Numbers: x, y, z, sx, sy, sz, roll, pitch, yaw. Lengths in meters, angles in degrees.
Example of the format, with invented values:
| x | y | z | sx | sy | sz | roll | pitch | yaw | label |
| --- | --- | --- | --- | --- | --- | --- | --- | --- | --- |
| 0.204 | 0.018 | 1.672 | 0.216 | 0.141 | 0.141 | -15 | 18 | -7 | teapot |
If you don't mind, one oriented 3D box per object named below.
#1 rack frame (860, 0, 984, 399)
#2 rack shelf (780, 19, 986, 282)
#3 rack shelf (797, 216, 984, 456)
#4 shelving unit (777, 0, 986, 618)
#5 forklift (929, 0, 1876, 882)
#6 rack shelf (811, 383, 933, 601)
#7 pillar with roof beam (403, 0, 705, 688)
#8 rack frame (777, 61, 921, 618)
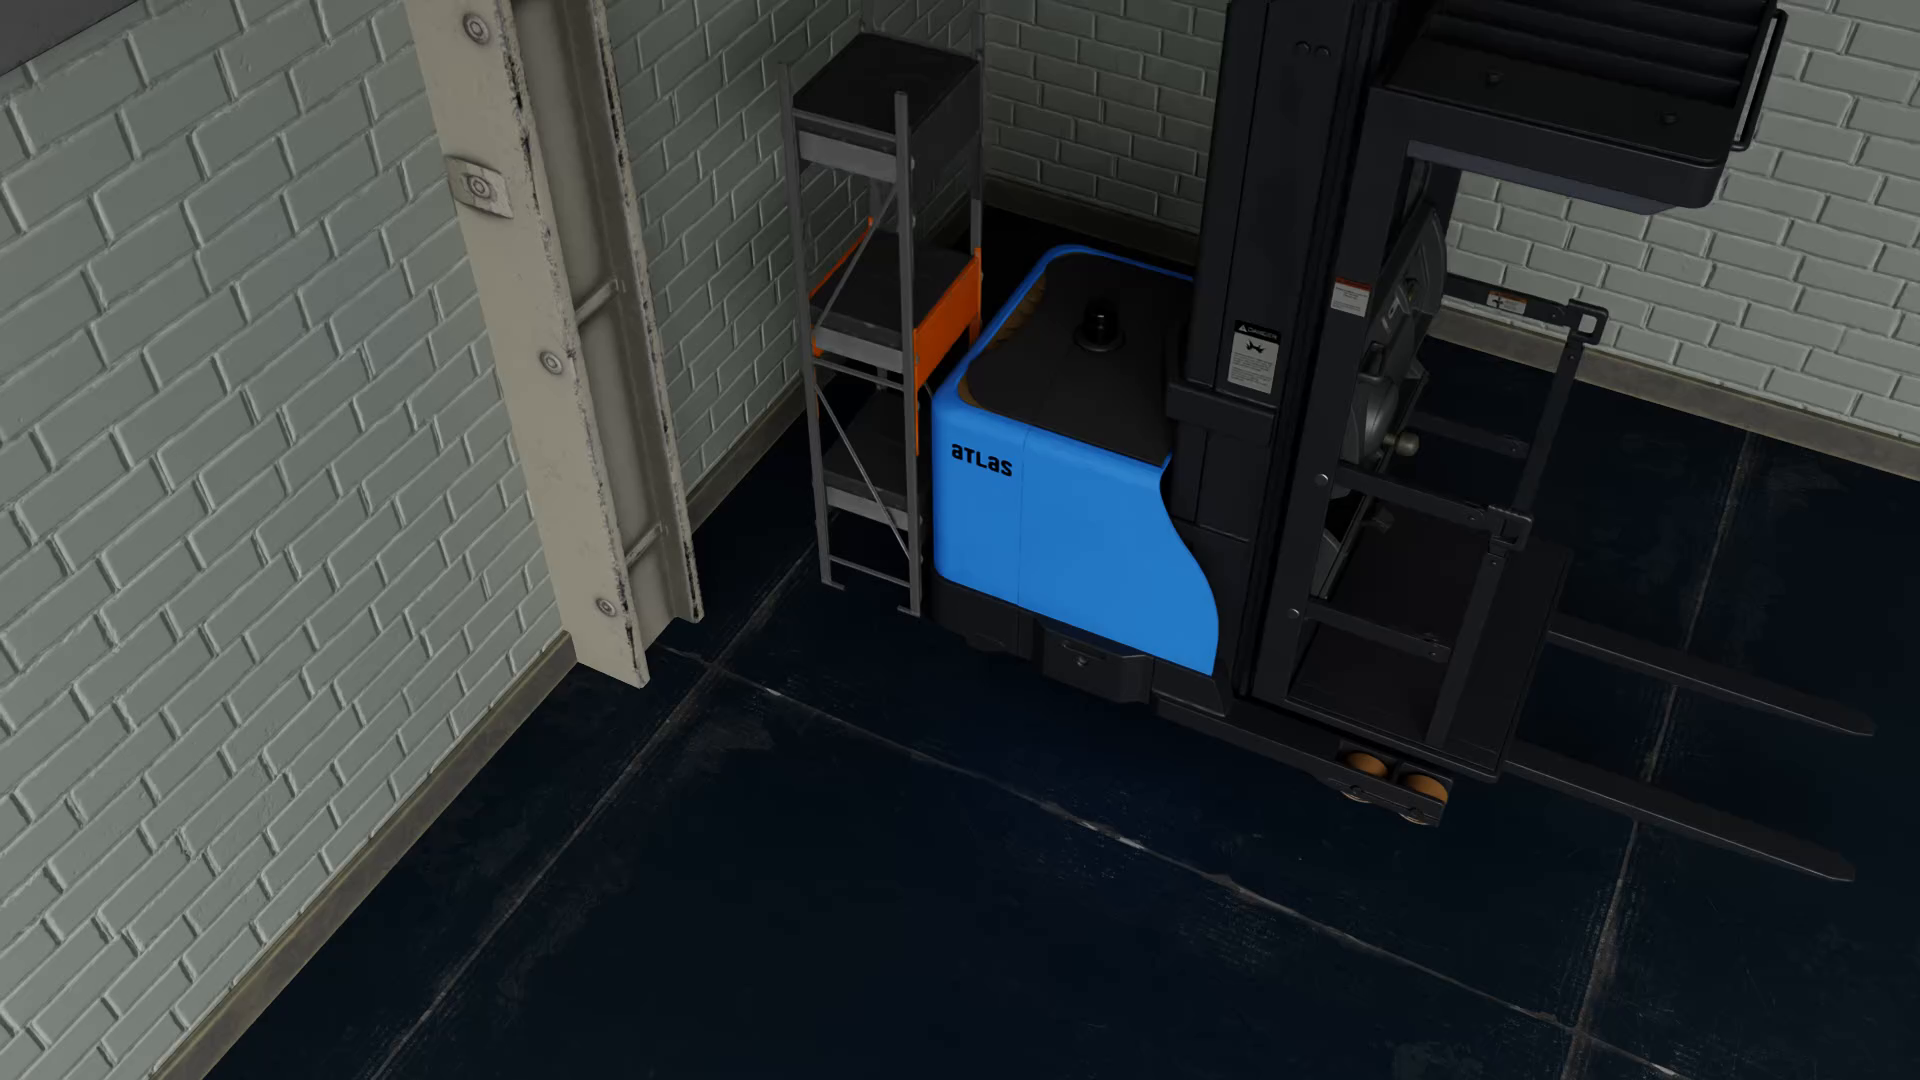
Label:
| x | y | z | sx | sy | sz | roll | pitch | yaw | label |
| --- | --- | --- | --- | --- | --- | --- | --- | --- | --- |
| -0.113 | -0.838 | 5.602 | 0.400 | 2.100 | 0.015 | 19 | 48 | 18 | rack frame |
| -0.219 | -1.164 | 4.959 | 0.431 | 0.518 | 0.480 | 19 | 48 | 18 | rack shelf |
| -0.219 | -0.672 | 5.457 | 0.431 | 0.518 | 0.480 | 19 | 48 | 18 | rack shelf |
| -0.219 | -0.682 | 5.447 | 0.431 | 2.100 | 0.503 | 19 | 48 | 18 | shelving unit |
| 1.446 | -0.552 | 4.735 | 3.031 | 2.935 | 1.130 | 20 | 49 | 18 | forklift |
| -0.219 | -0.180 | 5.955 | 0.431 | 0.518 | 0.480 | 19 | 48 | 18 | rack shelf |
| 2.669 | -1.403 | 1.310 | 9.100 | 9.000 | 0.400 | 20 | 49 | 19 | pillar with roof beam |
| -0.324 | -0.525 | 5.293 | 0.400 | 2.100 | 0.015 | 19 | 48 | 18 | rack frame |
